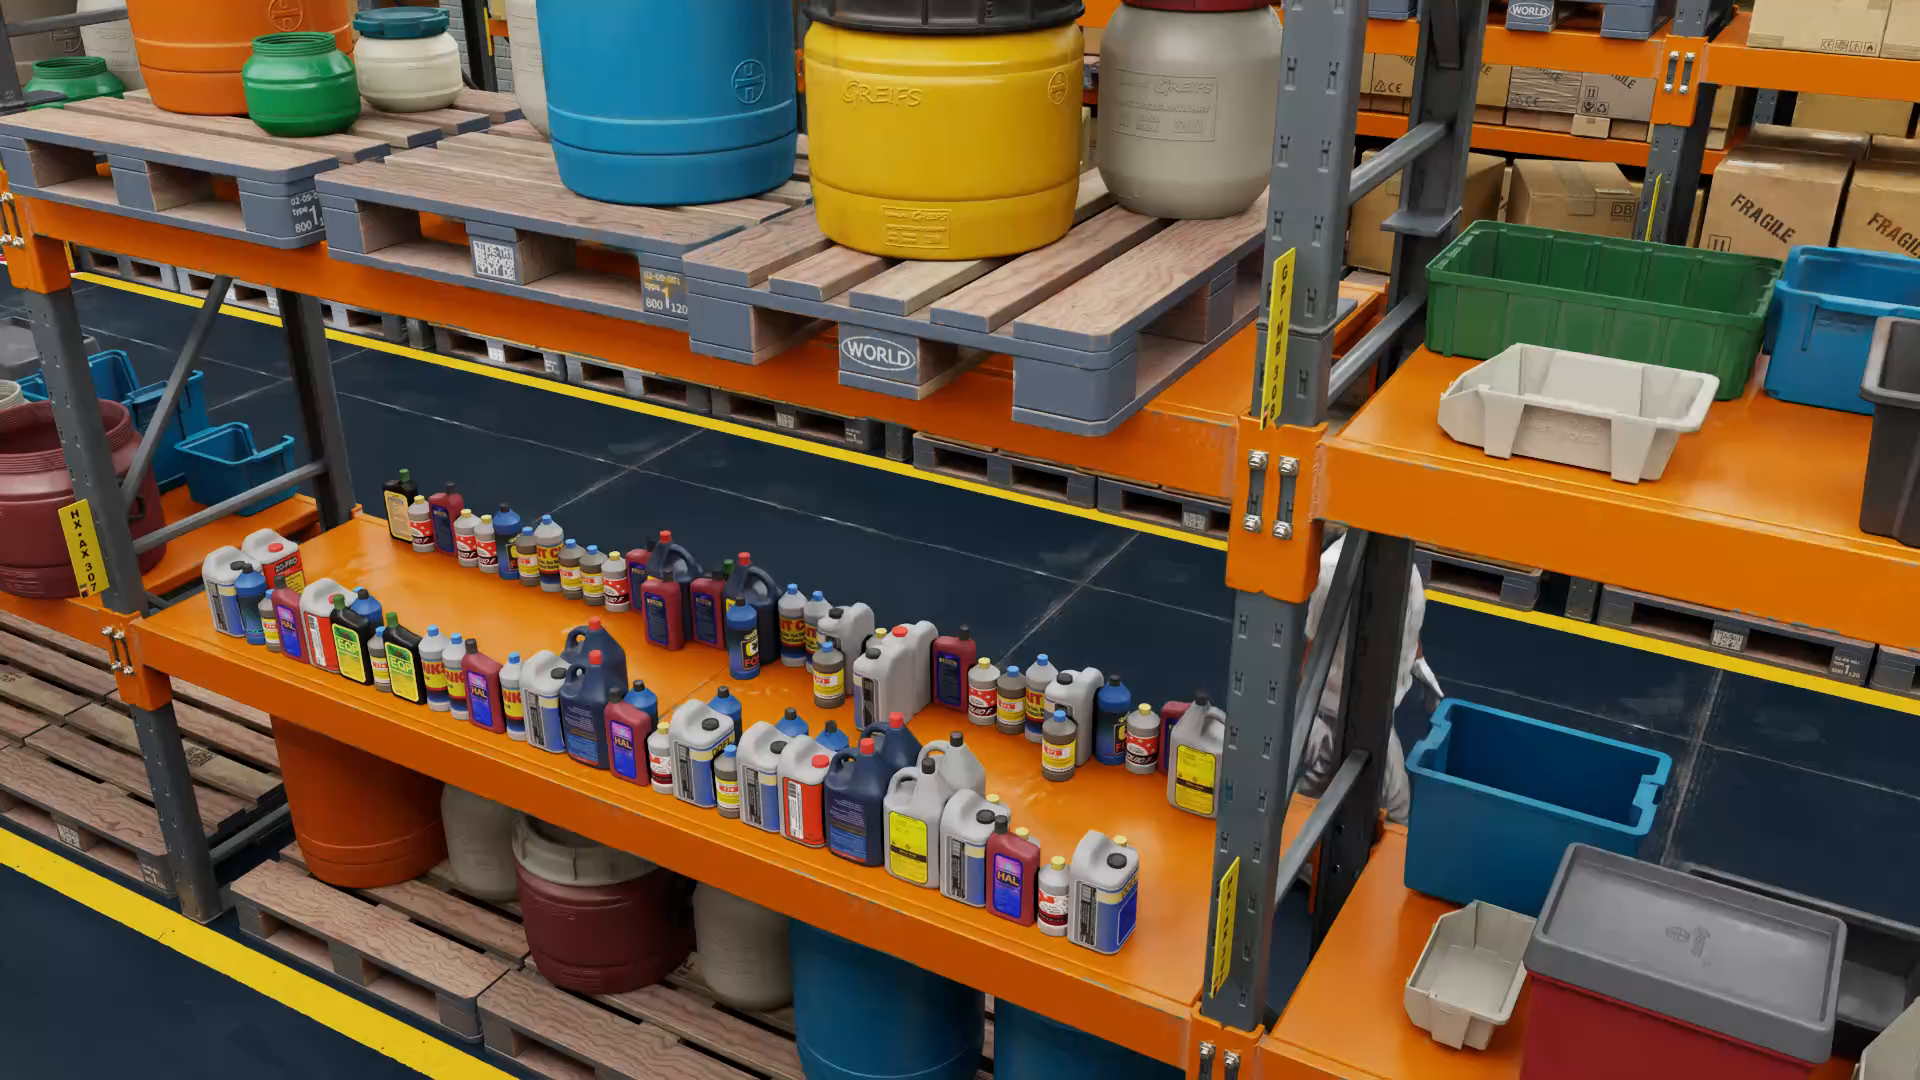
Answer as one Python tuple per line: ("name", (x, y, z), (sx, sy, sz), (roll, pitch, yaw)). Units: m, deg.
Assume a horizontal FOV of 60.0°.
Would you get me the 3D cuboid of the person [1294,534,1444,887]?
("person", (1.477, 0.595, 5.912), (0.655, 1.842, 0.603), (16, 30, 28))
